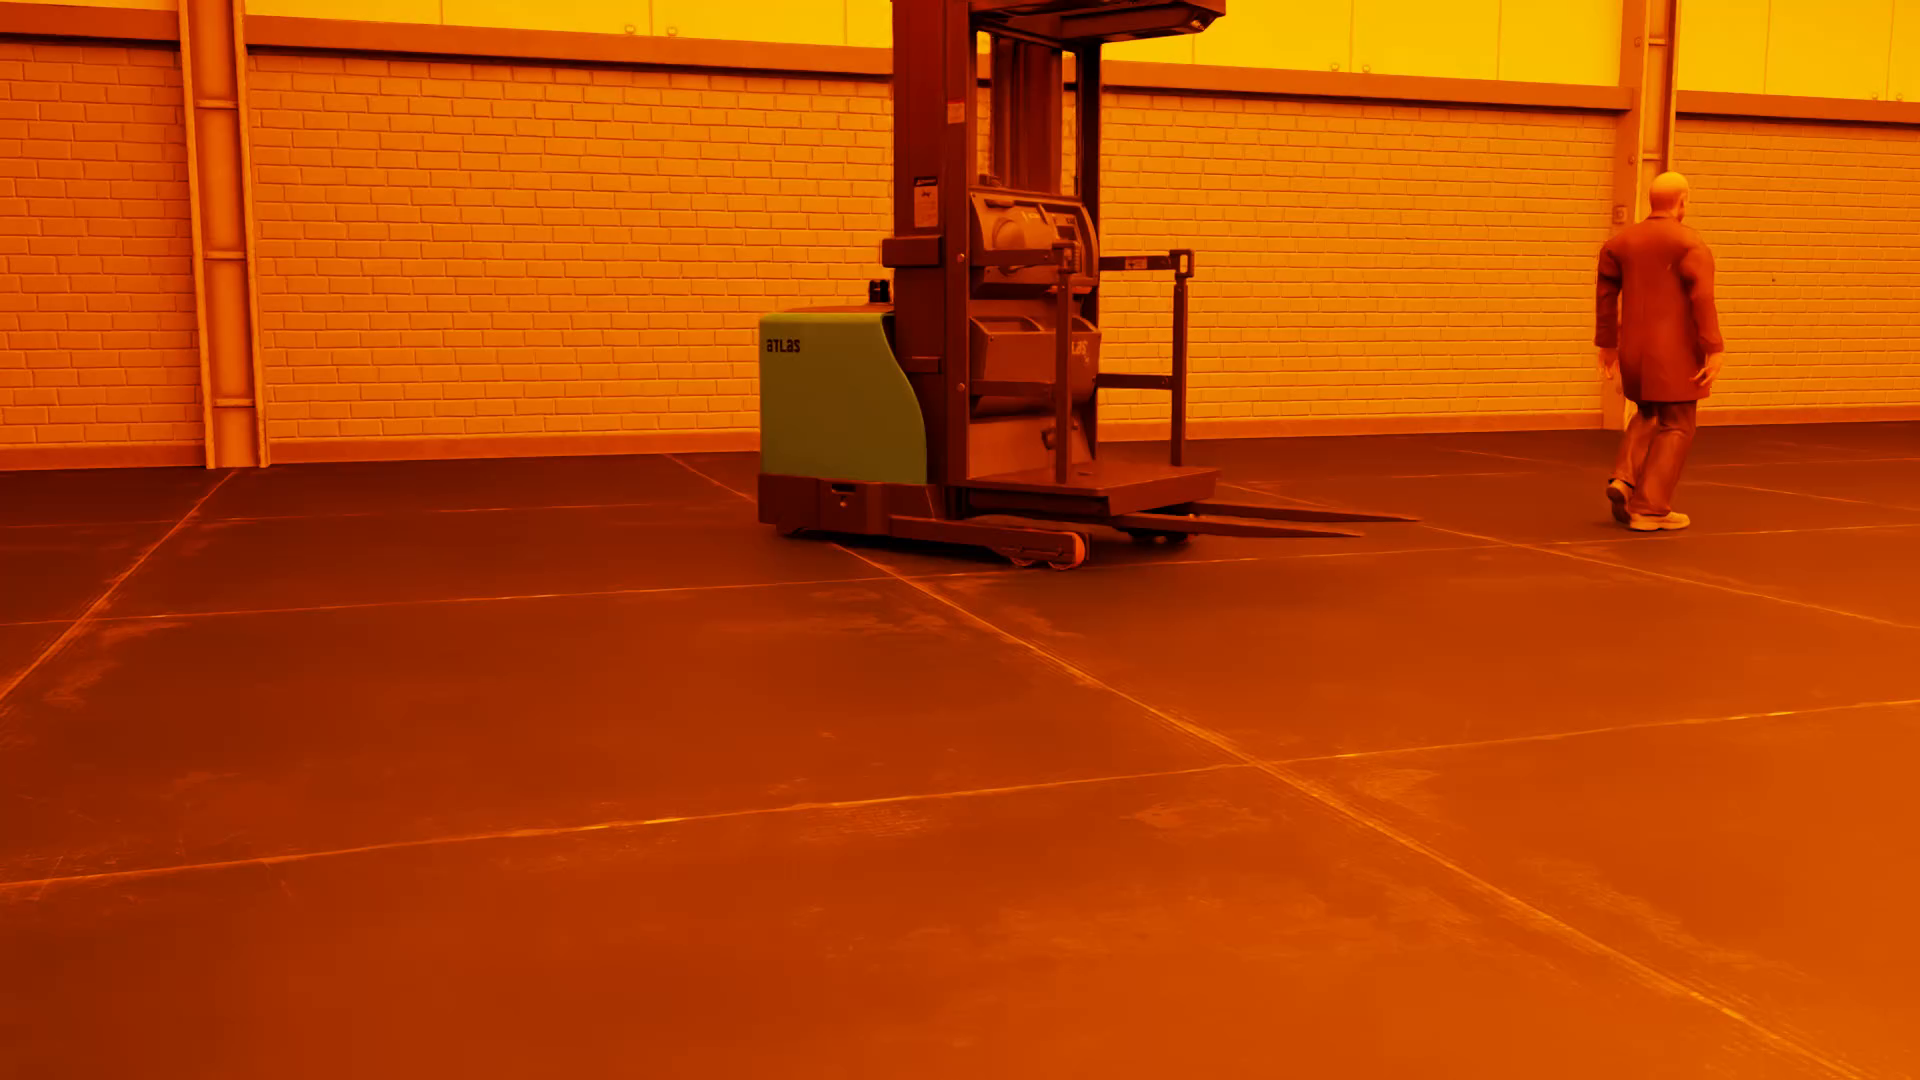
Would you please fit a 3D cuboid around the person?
[{"bbox_3d":[3.516,-0.926,8.316,0.514,1.786,0.722,-5,9,-31],"label":"person"}]

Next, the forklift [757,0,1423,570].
[{"bbox_3d":[0.510,-1.405,7.377,3.031,2.935,1.130,6,10,36],"label":"forklift"}]
